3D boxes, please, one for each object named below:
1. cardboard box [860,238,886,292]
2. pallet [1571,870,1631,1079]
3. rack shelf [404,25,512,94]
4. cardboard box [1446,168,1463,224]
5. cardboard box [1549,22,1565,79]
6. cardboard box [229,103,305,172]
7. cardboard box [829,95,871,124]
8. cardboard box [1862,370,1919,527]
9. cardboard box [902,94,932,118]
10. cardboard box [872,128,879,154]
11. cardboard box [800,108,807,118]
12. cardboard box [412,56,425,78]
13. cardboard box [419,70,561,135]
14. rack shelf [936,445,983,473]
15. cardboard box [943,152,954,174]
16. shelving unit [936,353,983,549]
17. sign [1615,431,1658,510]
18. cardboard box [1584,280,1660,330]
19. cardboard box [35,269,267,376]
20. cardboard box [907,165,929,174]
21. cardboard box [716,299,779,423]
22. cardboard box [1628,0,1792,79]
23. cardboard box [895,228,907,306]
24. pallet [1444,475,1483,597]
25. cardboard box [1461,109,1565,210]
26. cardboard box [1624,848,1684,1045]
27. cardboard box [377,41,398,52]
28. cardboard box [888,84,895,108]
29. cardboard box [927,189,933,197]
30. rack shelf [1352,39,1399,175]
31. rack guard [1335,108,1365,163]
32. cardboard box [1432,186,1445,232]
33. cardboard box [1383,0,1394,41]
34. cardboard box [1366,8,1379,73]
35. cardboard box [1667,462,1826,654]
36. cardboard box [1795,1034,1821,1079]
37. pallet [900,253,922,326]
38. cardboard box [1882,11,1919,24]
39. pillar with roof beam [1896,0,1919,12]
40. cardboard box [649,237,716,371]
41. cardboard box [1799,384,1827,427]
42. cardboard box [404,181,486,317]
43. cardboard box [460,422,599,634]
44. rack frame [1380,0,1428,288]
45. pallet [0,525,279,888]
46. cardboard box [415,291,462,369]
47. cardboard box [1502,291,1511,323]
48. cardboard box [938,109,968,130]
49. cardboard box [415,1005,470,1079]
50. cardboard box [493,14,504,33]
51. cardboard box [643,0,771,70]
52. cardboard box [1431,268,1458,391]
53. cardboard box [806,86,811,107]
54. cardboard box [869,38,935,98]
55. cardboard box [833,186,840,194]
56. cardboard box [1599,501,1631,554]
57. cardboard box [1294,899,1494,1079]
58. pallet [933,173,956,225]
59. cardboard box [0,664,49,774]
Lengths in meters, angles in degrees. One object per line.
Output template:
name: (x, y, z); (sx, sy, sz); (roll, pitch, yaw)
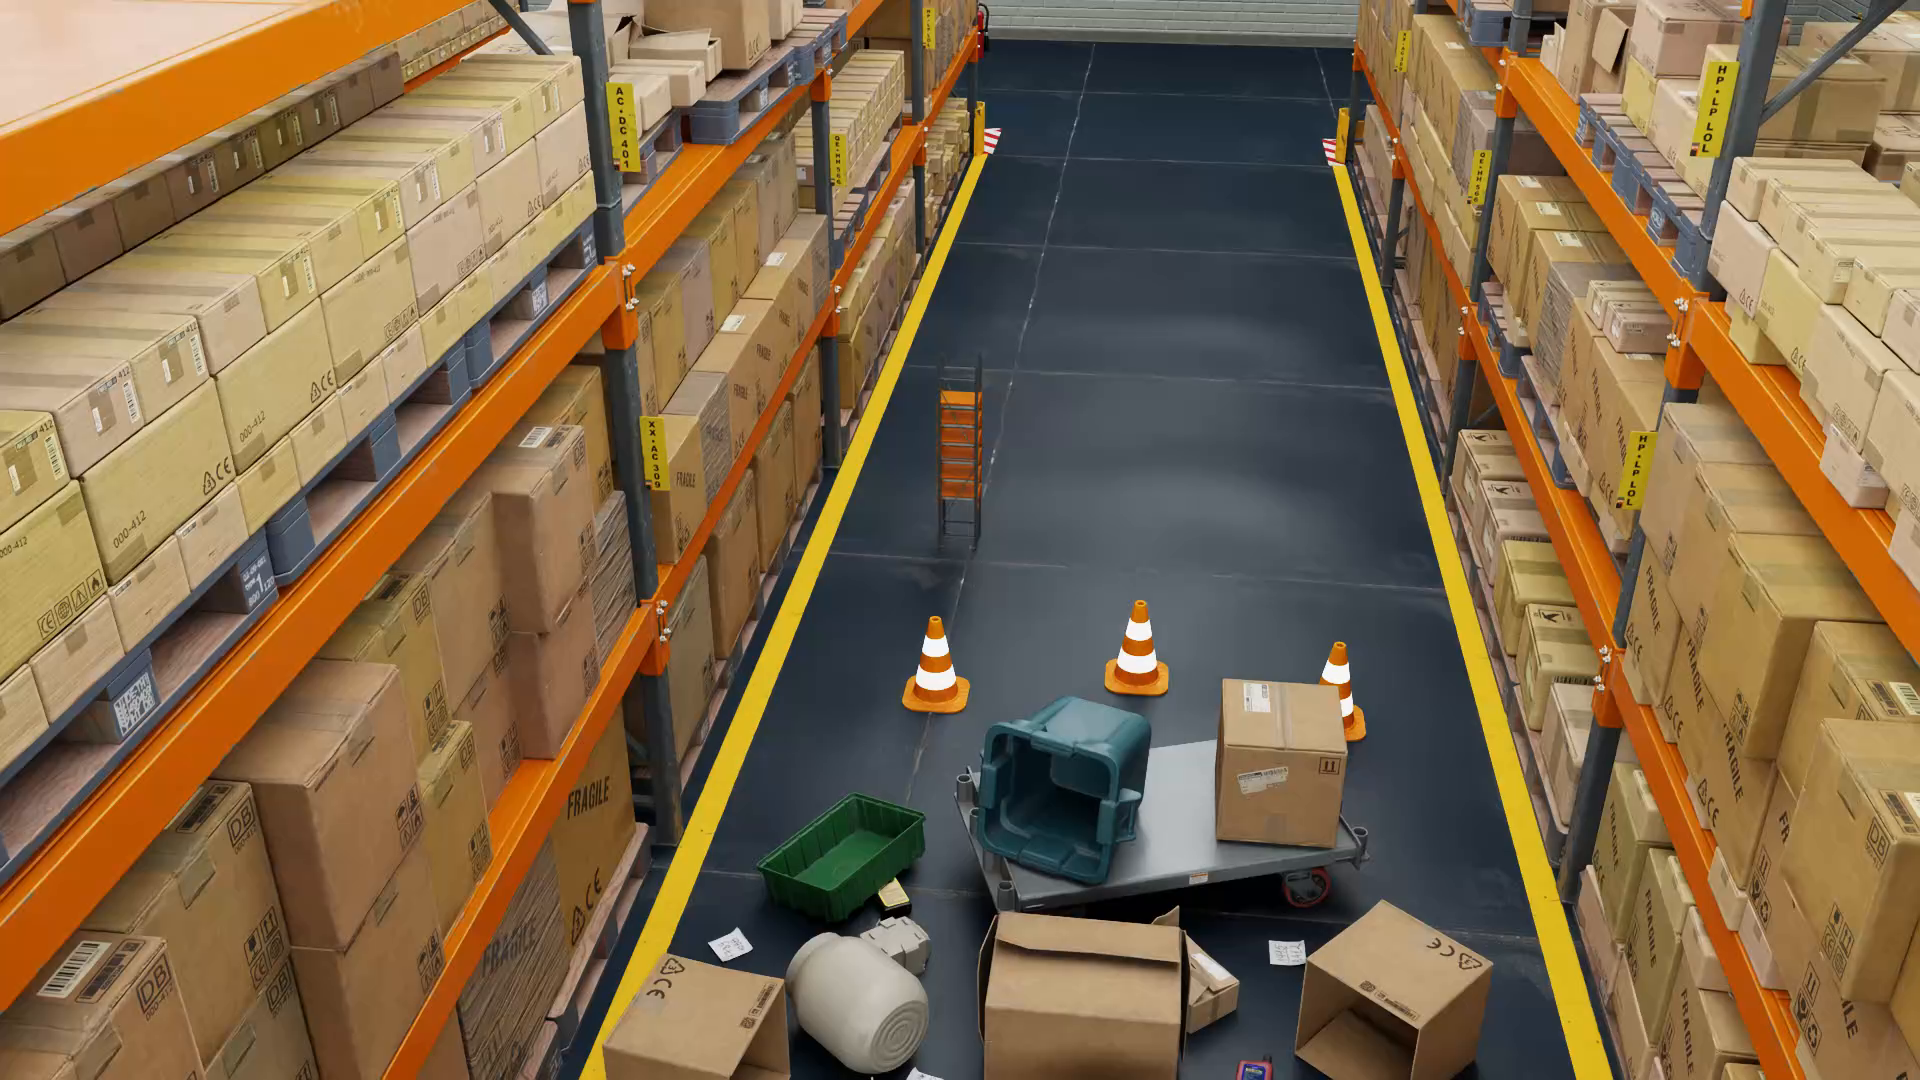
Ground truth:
cardboard box: (-0.837, -2.043, 12.281); (0.500, 0.250, 0.500); (4, 29, 7)
pallet: (3.091, 1.822, 6.645); (1.003, 0.211, 1.213); (3, 28, 6)
rack shelf: (-5.472, -4.690, 16.551); (1.077, 0.370, 4.000); (3, 28, 6)
cardboard box: (3.494, -2.245, 10.885); (0.500, 0.250, 0.500); (3, 28, 5)
cardboard box: (3.389, -2.609, 8.910); (0.396, 0.266, 0.258); (3, 28, 6)
cardboard box: (-2.261, -1.243, 5.108); (0.380, 0.149, 0.250); (3, 28, 5)
cardboard box: (-0.854, -3.125, 12.083); (0.380, 0.149, 0.250); (3, 28, 5)
cardboard box: (2.624, -0.202, 4.144); (0.500, 0.250, 0.500); (4, 29, 7)
cardboard box: (-0.448, -3.733, 14.282); (0.380, 0.149, 0.250); (4, 29, 8)
cardboard box: (-0.816, -2.992, 12.463); (0.380, 0.149, 0.250); (5, 29, 8)
cardboard box: (-1.406, -3.279, 12.995); (0.380, 0.149, 0.250); (4, 29, 7)
cardboard box: (-5.256, -4.446, 15.605); (0.380, 0.149, 0.250); (3, 28, 5)
cardboard box: (-1.547, -1.444, 5.481); (0.380, 0.149, 0.250); (3, 28, 6)
rack shelf: (-0.002, -0.482, 9.974); (0.258, 0.103, 0.180); (3, 28, 6)
cardboard box: (-0.267, -3.668, 16.145); (0.380, 0.149, 0.250); (4, 29, 7)
shelving unit: (-0.002, -0.521, 9.953); (0.258, 1.200, 0.189); (3, 28, 6)
sign: (2.587, -0.264, 6.357); (0.100, 0.325, 0.005); (3, 28, 6)
cardboard box: (3.052, -1.055, 7.500); (0.380, 0.149, 0.250); (2, 28, 4)
cardboard box: (-1.795, -0.488, 3.706); (0.380, 0.149, 0.250); (3, 28, 5)
cardboard box: (-0.484, -3.319, 15.185); (0.380, 0.149, 0.250); (3, 28, 5)
cardboard box: (-1.268, -0.952, 8.748); (0.500, 0.500, 0.500); (4, 29, 7)
cardboard box: (3.186, -2.145, 7.094); (0.500, 0.250, 0.500); (4, 29, 7)
cardboard box: (-0.711, -2.209, 13.381); (0.500, 0.500, 0.500); (3, 28, 5)
pallet: (3.531, -0.011, 10.048); (1.003, 0.211, 1.213); (3, 28, 6)
cardboard box: (3.432, -2.349, 10.288); (0.500, 0.500, 0.500); (3, 28, 5)
cardboard box: (2.744, 1.487, 5.994); (0.500, 0.500, 0.500); (4, 29, 8)
cardboard box: (-5.400, -4.336, 14.981); (0.500, 0.250, 0.500); (3, 28, 5)
cardboard box: (-0.724, -3.495, 13.084); (0.380, 0.149, 0.250); (5, 29, 8)
cardboard box: (-0.450, -3.180, 15.552); (0.380, 0.149, 0.250); (3, 28, 5)
rack shelf: (4.363, -4.114, 15.482); (1.077, 0.370, 4.000); (3, 28, 6)
rack guard: (4.611, -4.283, 17.673); (1.175, 0.500, 0.348); (3, 28, 6)
cardboard box: (3.557, -2.271, 11.461); (0.500, 0.250, 0.500); (3, 28, 6)
cardboard box: (4.025, -4.690, 14.634); (0.500, 0.500, 0.500); (4, 29, 7)
cardboard box: (4.150, -4.729, 15.760); (0.500, 0.500, 0.500); (3, 28, 6)
cardboard box: (2.785, 0.095, 5.438); (0.700, 0.500, 0.500); (4, 29, 6)
cardboard box: (2.569, 1.475, 4.614); (0.380, 0.149, 0.250); (3, 28, 6)
pallet: (-0.901, -2.135, 13.991); (1.003, 0.211, 1.213); (3, 28, 6)
cardboard box: (9.212, -4.953, 16.125); (0.500, 0.250, 0.500); (4, 29, 6)
pillar with roof beam: (6.487, -9.194, 17.827); (9.100, 9.000, 0.400); (3, 28, 6)
cardboard box: (-1.609, -1.162, 8.085); (0.700, 0.500, 0.500); (4, 29, 7)
cardboard box: (2.778, -0.443, 5.011); (0.380, 0.149, 0.250); (4, 29, 8)
cardboard box: (-1.718, -0.858, 4.814); (0.500, 0.250, 0.500); (3, 28, 6)
cardboard box: (-1.819, -0.068, 5.917); (0.875, 0.550, 0.550); (3, 28, 6)
rack frame: (4.118, -3.489, 13.564); (1.000, 3.000, 0.127); (3, 28, 6)
pallet: (-2.197, 0.288, 3.484); (1.003, 0.211, 1.213); (3, 28, 6)
cardboard box: (-1.669, -0.613, 4.779); (0.380, 0.149, 0.250); (3, 28, 6)
cardboard box: (3.256, -1.281, 9.288); (0.380, 0.149, 0.250); (2, 28, 3)
cardboard box: (-0.124, -4.296, 16.997); (0.380, 0.149, 0.250); (3, 28, 5)
cardboard box: (-2.154, 1.932, 5.298); (0.875, 0.875, 0.875); (3, 28, 5)
cardboard box: (-5.006, -5.410, 17.394); (0.380, 0.149, 0.250); (3, 29, 6)
cardboard box: (-1.232, -2.606, 8.108); (0.500, 0.500, 0.500); (3, 28, 6)
cardboard box: (3.909, -1.596, 11.847); (0.875, 0.875, 0.875); (4, 29, 7)
cardboard box: (-1.373, -3.532, 13.153); (0.380, 0.149, 0.250); (4, 29, 7)
cardboard box: (-0.496, -4.123, 14.321); (0.500, 0.500, 0.500); (3, 28, 5)
cardboard box: (-1.007, -2.396, 11.042); (0.380, 0.149, 0.250); (5, 29, 9)
cardboard box: (2.927, -0.056, 7.014); (0.380, 0.149, 0.250); (4, 29, 7)
cardboard box: (1.656, 1.801, 6.377); (0.500, 0.500, 0.500); (-24, 36, -37)
pallet: (-0.613, -3.396, 16.331); (1.003, 0.211, 1.213); (3, 28, 6)
cardboard box: (-1.917, 0.338, 3.015); (0.380, 0.149, 0.250); (4, 29, 7)
